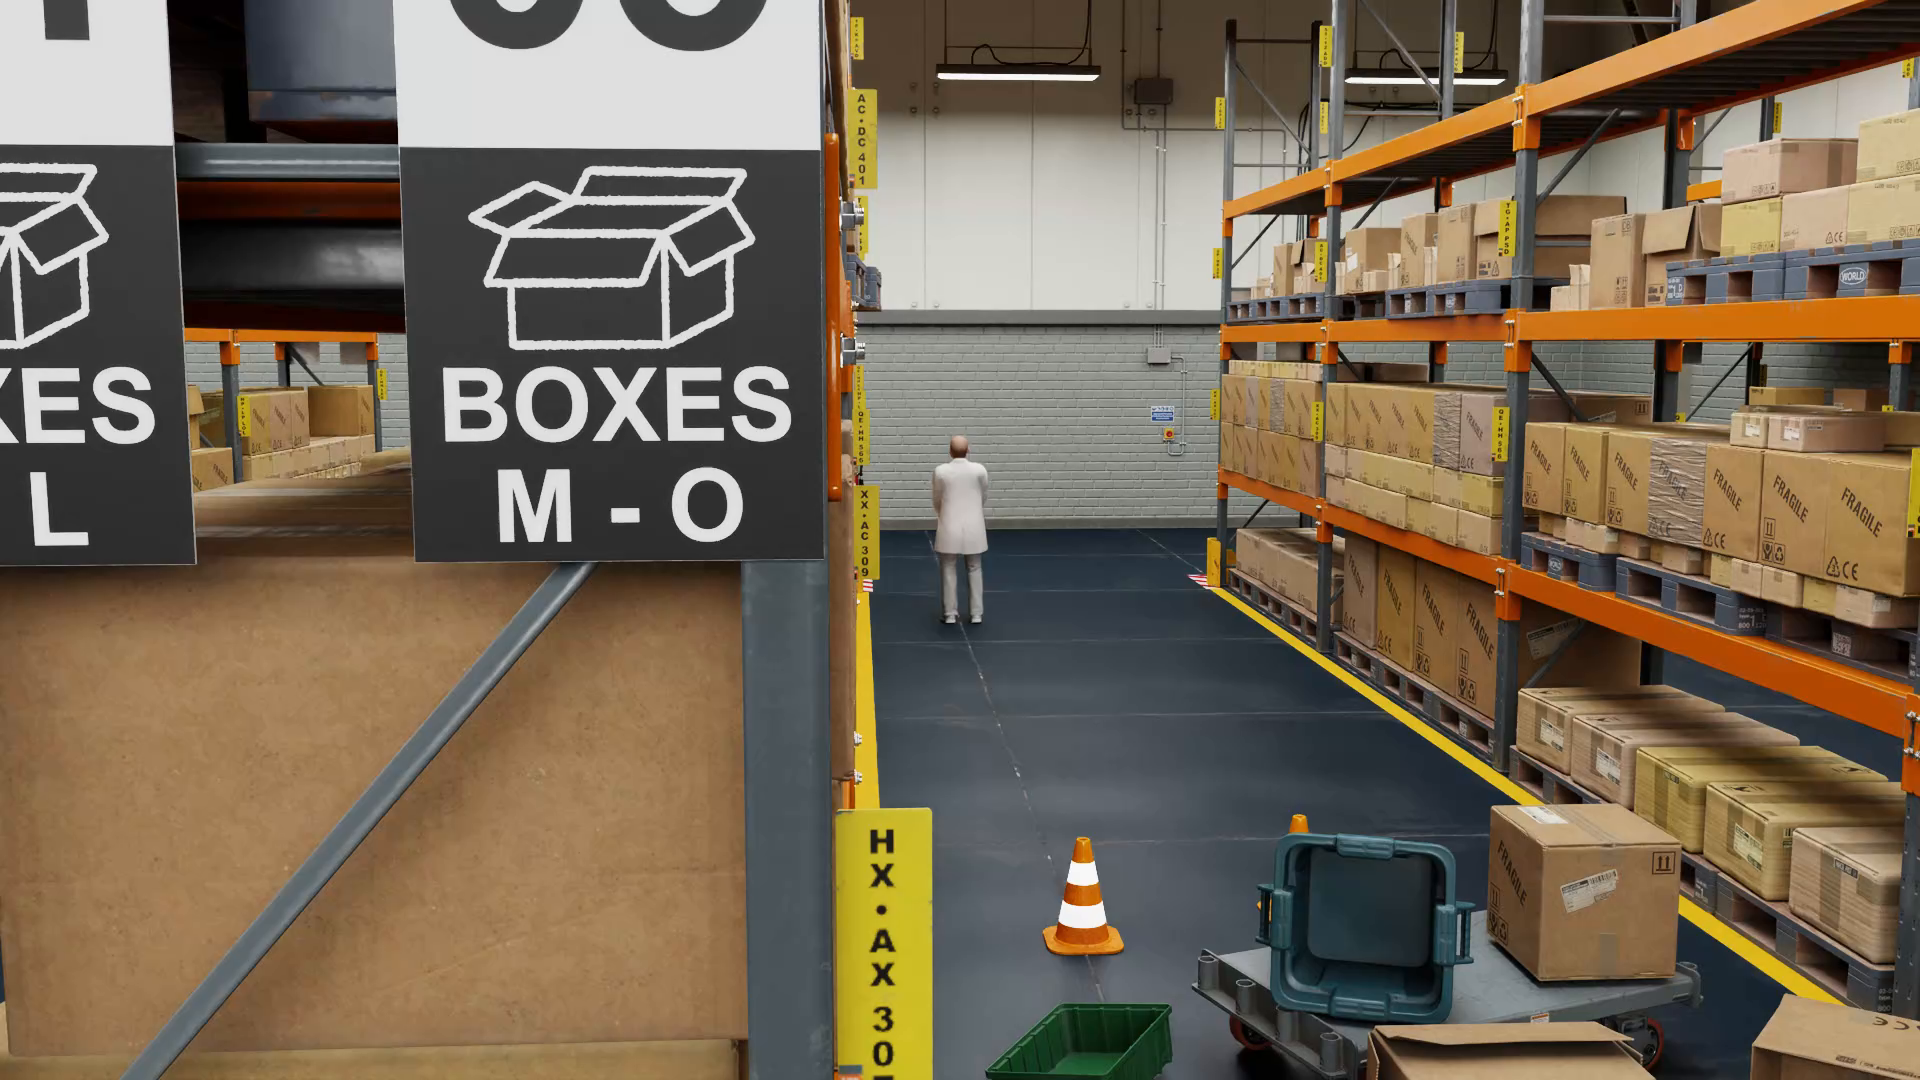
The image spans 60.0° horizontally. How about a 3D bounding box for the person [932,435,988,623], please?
[{"bbox_3d":[-0.005,-0.116,15.779,0.535,1.777,0.554,-1,7,-5],"label":"person"}]
